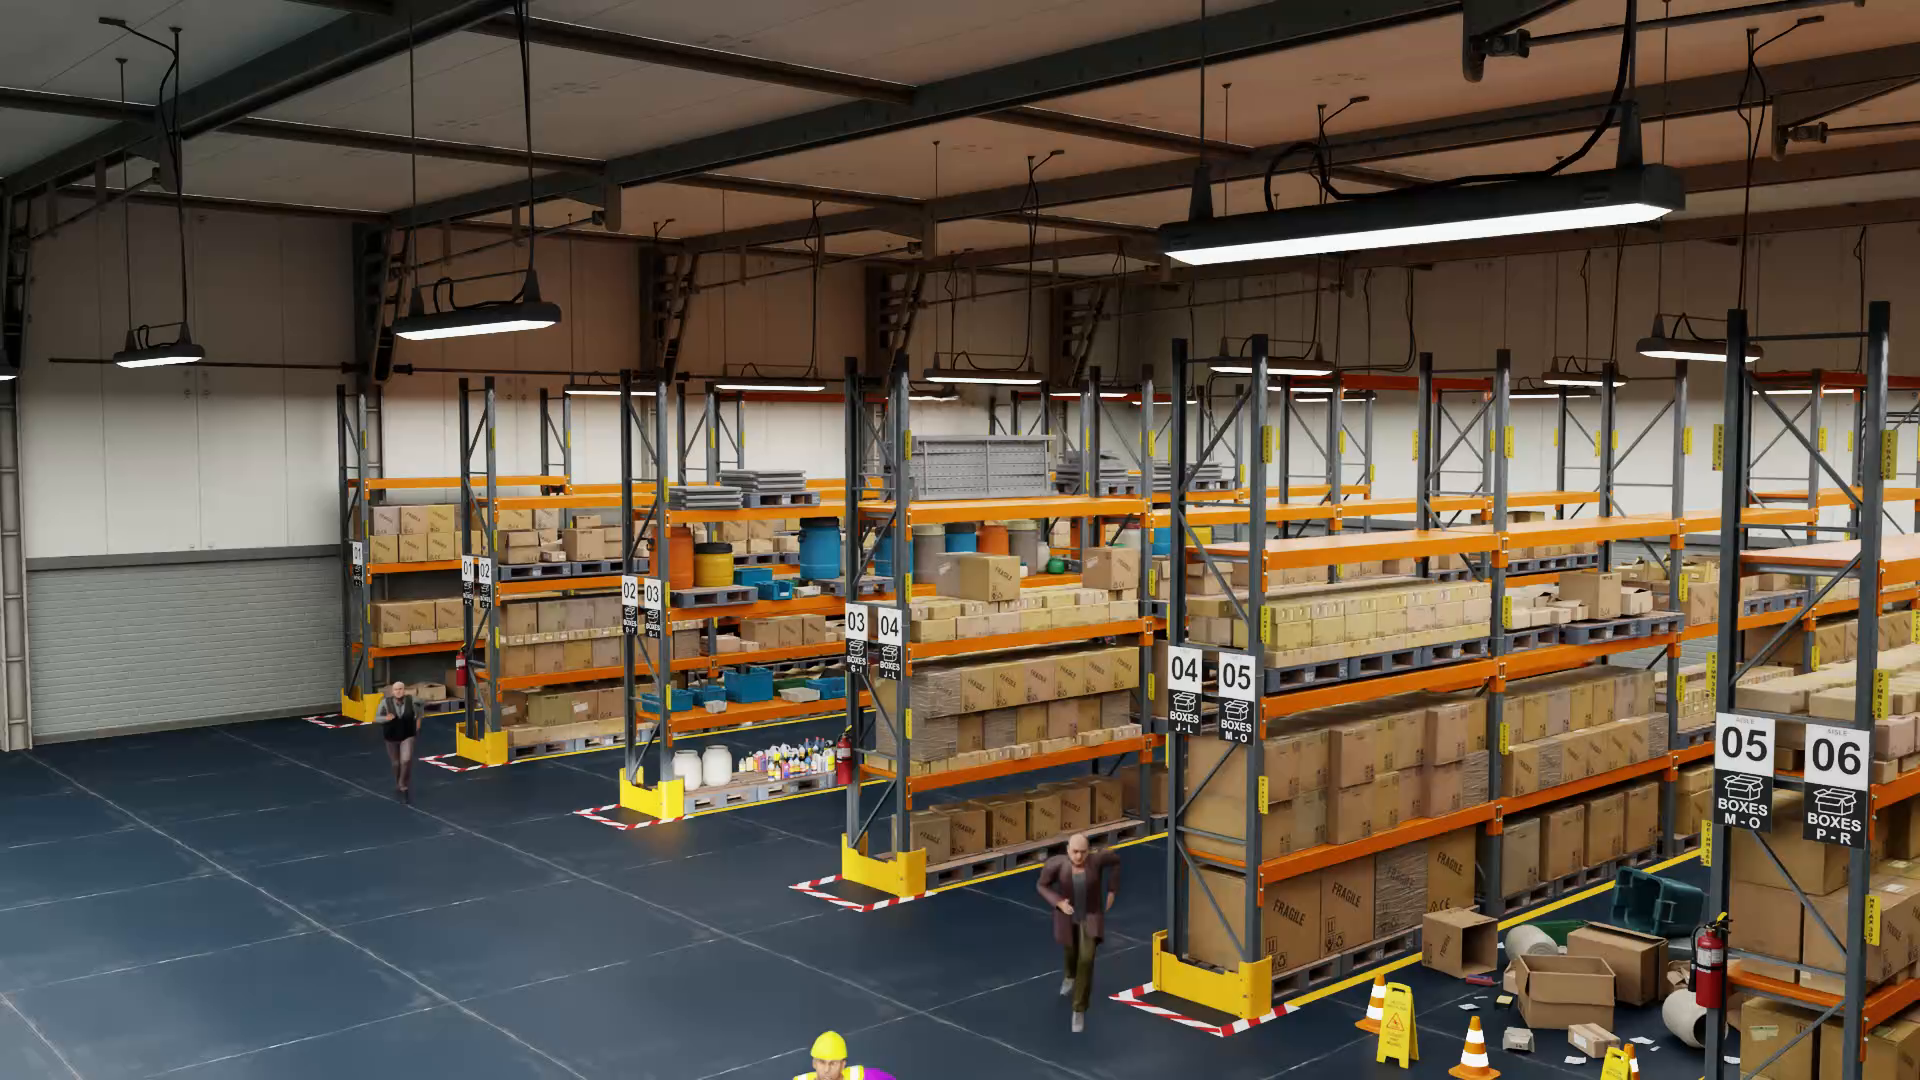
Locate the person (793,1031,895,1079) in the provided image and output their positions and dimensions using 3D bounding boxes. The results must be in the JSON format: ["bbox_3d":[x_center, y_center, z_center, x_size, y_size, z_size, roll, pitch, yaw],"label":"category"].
[{"bbox_3d":[-0.719,3.655,9.578,0.680,1.749,0.748,0,4,5],"label":"person"}]

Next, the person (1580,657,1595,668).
[{"bbox_3d":[10.054,2.598,26.373,0.631,1.740,1.134,4,5,43],"label":"person"}]

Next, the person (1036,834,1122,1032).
[{"bbox_3d":[1.050,3.377,14.751,0.755,1.744,1.055,0,4,1],"label":"person"}]

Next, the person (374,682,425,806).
[{"bbox_3d":[-7.808,2.800,23.199,0.647,1.720,0.939,-1,4,-12],"label":"person"}]
